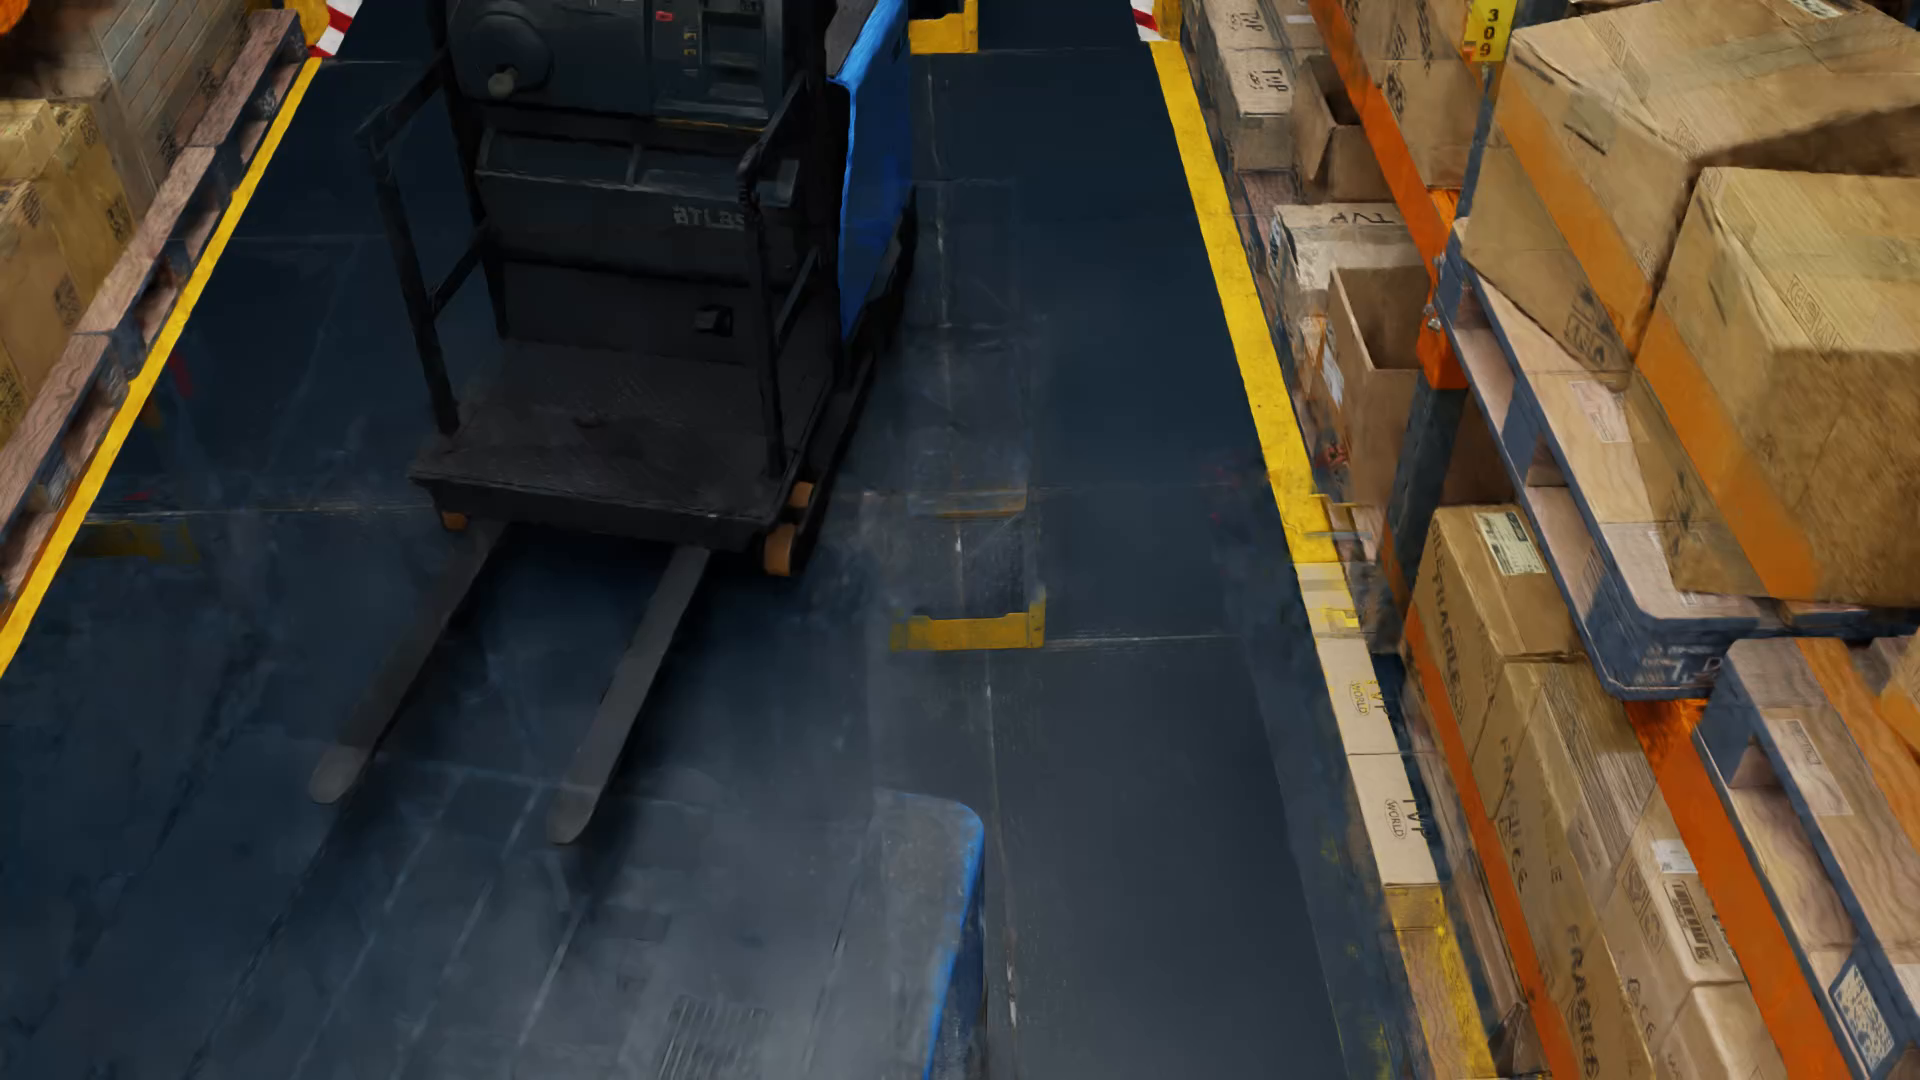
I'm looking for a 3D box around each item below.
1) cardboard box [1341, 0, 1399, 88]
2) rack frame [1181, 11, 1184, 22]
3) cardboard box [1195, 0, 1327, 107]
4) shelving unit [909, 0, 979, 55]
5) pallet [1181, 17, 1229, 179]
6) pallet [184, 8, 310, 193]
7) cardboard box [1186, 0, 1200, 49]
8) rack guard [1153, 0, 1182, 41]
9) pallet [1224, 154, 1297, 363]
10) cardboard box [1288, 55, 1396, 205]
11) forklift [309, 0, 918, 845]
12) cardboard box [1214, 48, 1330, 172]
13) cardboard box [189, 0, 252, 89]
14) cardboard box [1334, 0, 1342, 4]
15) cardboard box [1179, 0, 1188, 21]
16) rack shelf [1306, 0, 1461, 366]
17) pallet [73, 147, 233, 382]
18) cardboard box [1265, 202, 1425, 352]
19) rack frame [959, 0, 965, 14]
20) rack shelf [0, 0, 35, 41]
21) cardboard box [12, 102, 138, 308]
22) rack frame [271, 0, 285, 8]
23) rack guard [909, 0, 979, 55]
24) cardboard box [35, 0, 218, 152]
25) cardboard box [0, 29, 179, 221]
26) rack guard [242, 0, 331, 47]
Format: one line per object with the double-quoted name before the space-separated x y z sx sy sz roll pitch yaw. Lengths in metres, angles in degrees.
"cardboard box" 1.584 1.020 3.343 0.500 0.500 0.500 -1 43 -1
"rack frame" 1.715 -0.965 5.583 1.000 3.000 0.127 -2 43 -2
"cardboard box" 1.476 0.599 5.586 0.500 0.250 0.500 -2 43 -2
"shelving unit" 0.003 -0.501 6.187 0.587 1.500 1.083 -2 43 -2
"pallet" 1.753 0.652 5.882 1.003 0.211 1.213 -2 43 -2
"pallet" -3.122 0.745 5.781 1.003 0.211 1.213 -2 43 -2
"cardboard box" 1.400 0.378 5.888 0.380 0.166 0.250 -2 43 -2
"rack guard" 1.718 0.008 6.372 1.175 0.500 0.348 -2 43 -2
"pallet" 1.802 1.474 4.986 1.003 0.211 1.213 -2 43 -2
"cardboard box" 1.800 1.225 4.715 0.797 0.503 0.637 -2 43 -2
"forklift" -0.712 1.325 3.135 1.130 2.935 3.031 8 43 8
"cardboard box" 1.497 0.937 5.218 0.500 0.250 0.500 -2 43 -2
"cardboard box" -3.105 0.416 5.616 0.700 0.500 0.500 -2 43 -2
"cardboard box" 1.560 0.674 3.721 0.500 0.500 0.500 -1 43 -1
"cardboard box" 1.389 0.216 6.079 0.380 0.149 0.250 -2 43 -2
"rack shelf" 1.800 0.650 4.353 1.077 0.370 4.000 -2 43 -2
"pallet" -3.073 1.567 4.885 1.003 0.211 1.213 -2 43 -2
"cardboard box" 1.545 1.681 4.360 0.500 0.311 0.500 -2 43 -2
"rack frame" 0.025 -0.152 5.806 0.500 1.500 0.032 -2 43 -2
"rack shelf" -3.149 0.795 4.195 1.077 0.370 4.000 -2 43 -2
"cardboard box" -3.031 1.453 4.484 0.700 0.500 0.500 -1 43 -1
"rack frame" -3.234 -0.820 5.425 1.000 3.000 0.127 -2 43 -2
"rack guard" 0.024 0.296 6.243 0.587 0.250 0.087 -2 43 -2
"cardboard box" -3.083 0.754 5.247 0.700 0.500 0.500 -2 43 -2
"cardboard box" -3.061 1.093 4.877 0.700 0.500 0.500 -3 43 -3
"rack guard" -3.235 0.085 6.288 1.175 0.500 0.348 -2 43 -2
